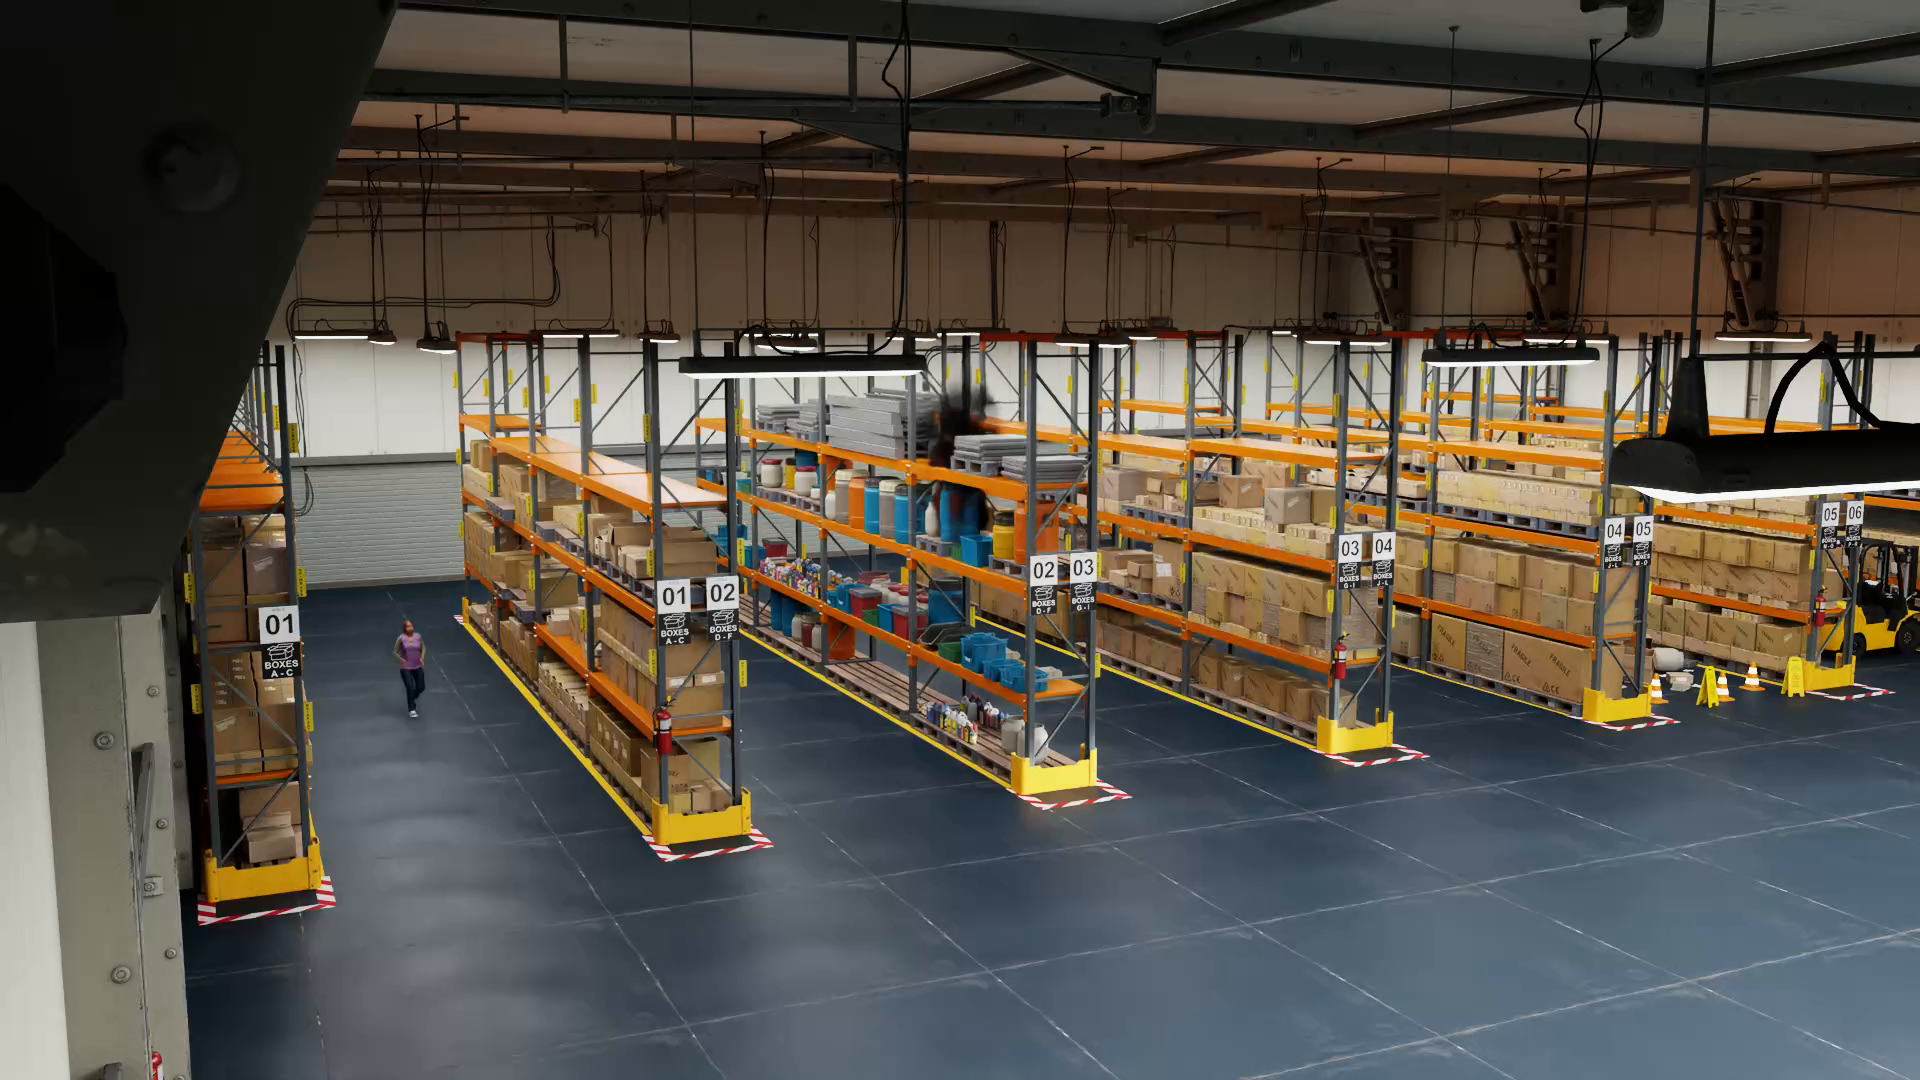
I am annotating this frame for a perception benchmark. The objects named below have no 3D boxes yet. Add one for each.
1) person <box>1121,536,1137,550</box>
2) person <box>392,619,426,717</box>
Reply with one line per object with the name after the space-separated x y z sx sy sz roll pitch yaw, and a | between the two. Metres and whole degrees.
4.262 -0.107 41.814 0.904 1.650 0.655 3 8 24 | person
-8.685 2.026 26.302 0.532 1.550 0.559 -5 9 -32 | person
